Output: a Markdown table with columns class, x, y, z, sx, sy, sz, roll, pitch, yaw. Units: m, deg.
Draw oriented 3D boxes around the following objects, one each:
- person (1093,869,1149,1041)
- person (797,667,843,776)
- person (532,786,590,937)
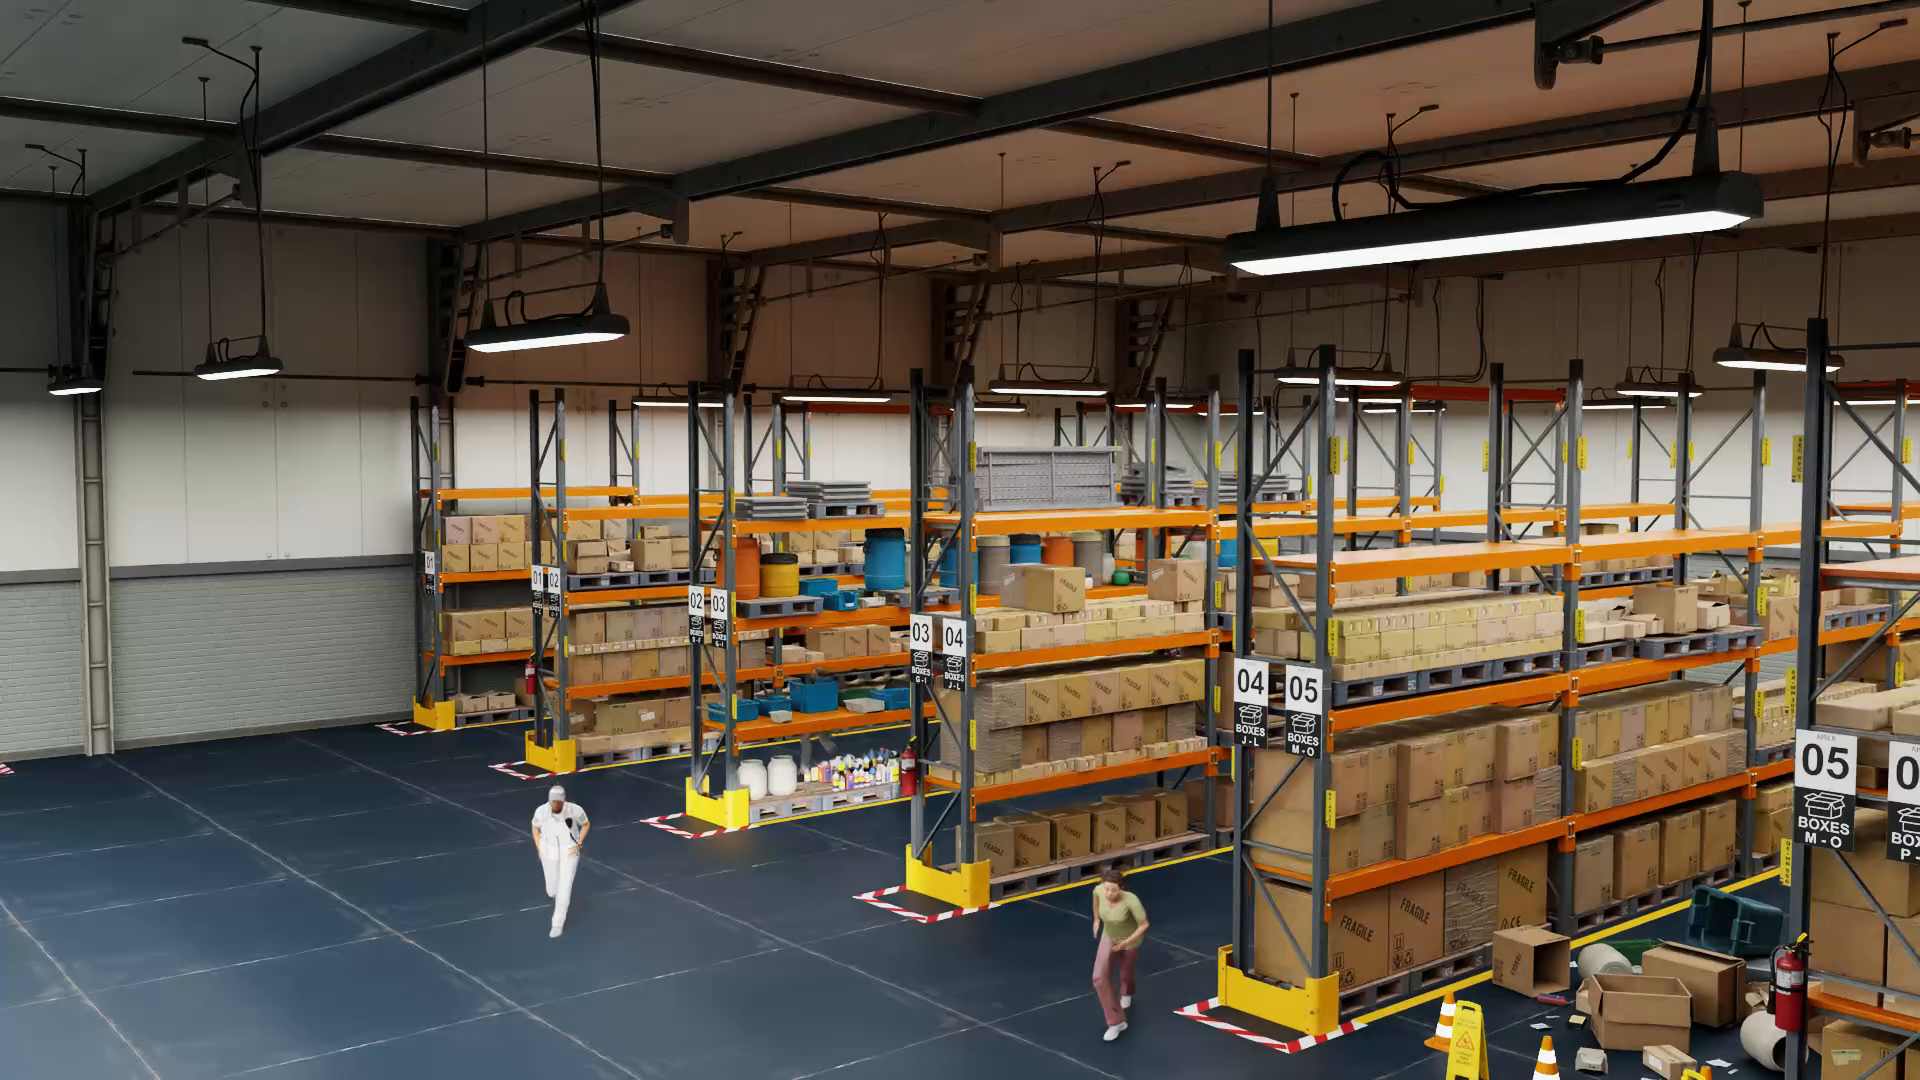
| class | x | y | z | sx | sy | sz | roll | pitch | yaw |
| --- | --- | --- | --- | --- | --- | --- | --- | --- | --- |
| person | 1.461 | 3.549 | 14.672 | 0.569 | 1.497 | 1.050 | 1 | 4 | 24 |
| person | -2.148 | 2.808 | 25.807 | 0.822 | 1.684 | 0.586 | -3 | 4 | -37 |
| person | -4.224 | 3.356 | 17.637 | 0.606 | 1.619 | 0.900 | -1 | 3 | -11 |
